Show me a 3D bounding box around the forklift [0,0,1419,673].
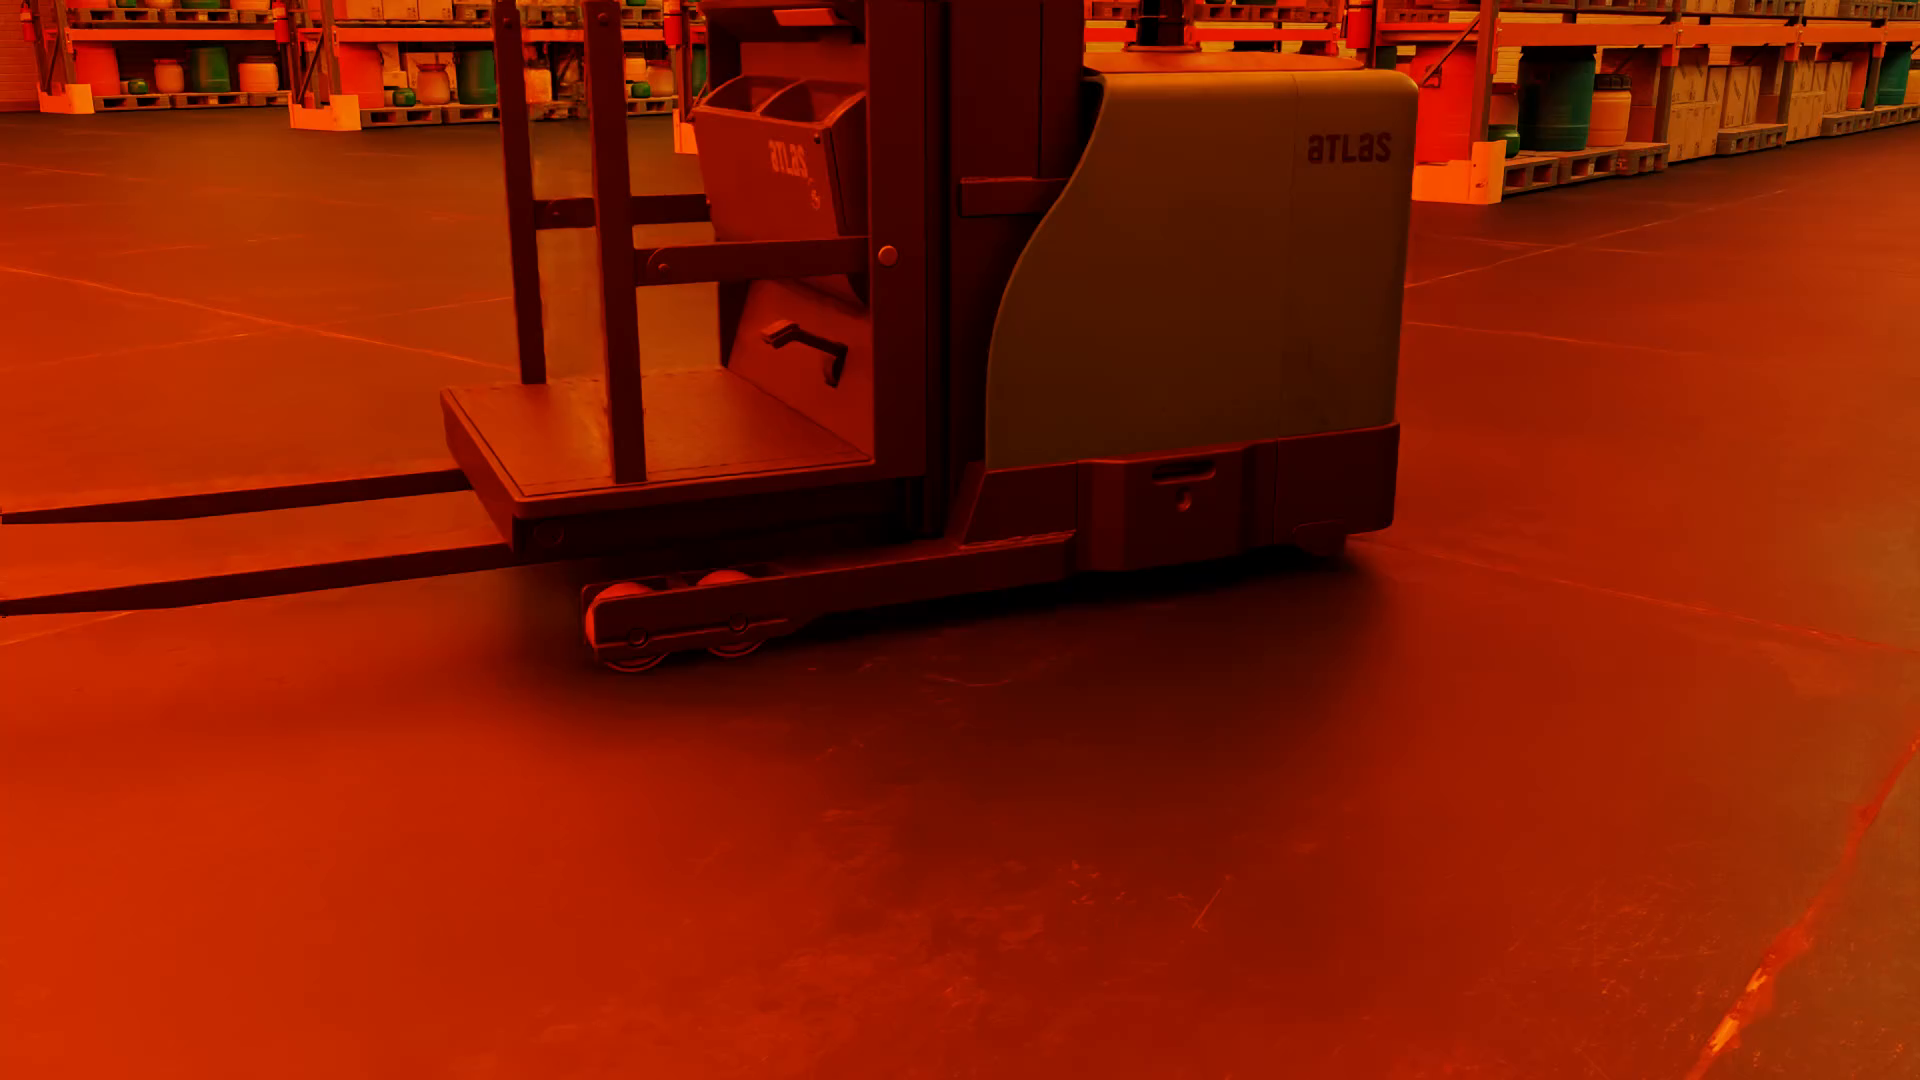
[{"bbox_3d":[-0.565,-1.328,3.270,3.031,2.935,1.130,-7,18,-23],"label":"forklift"}]
